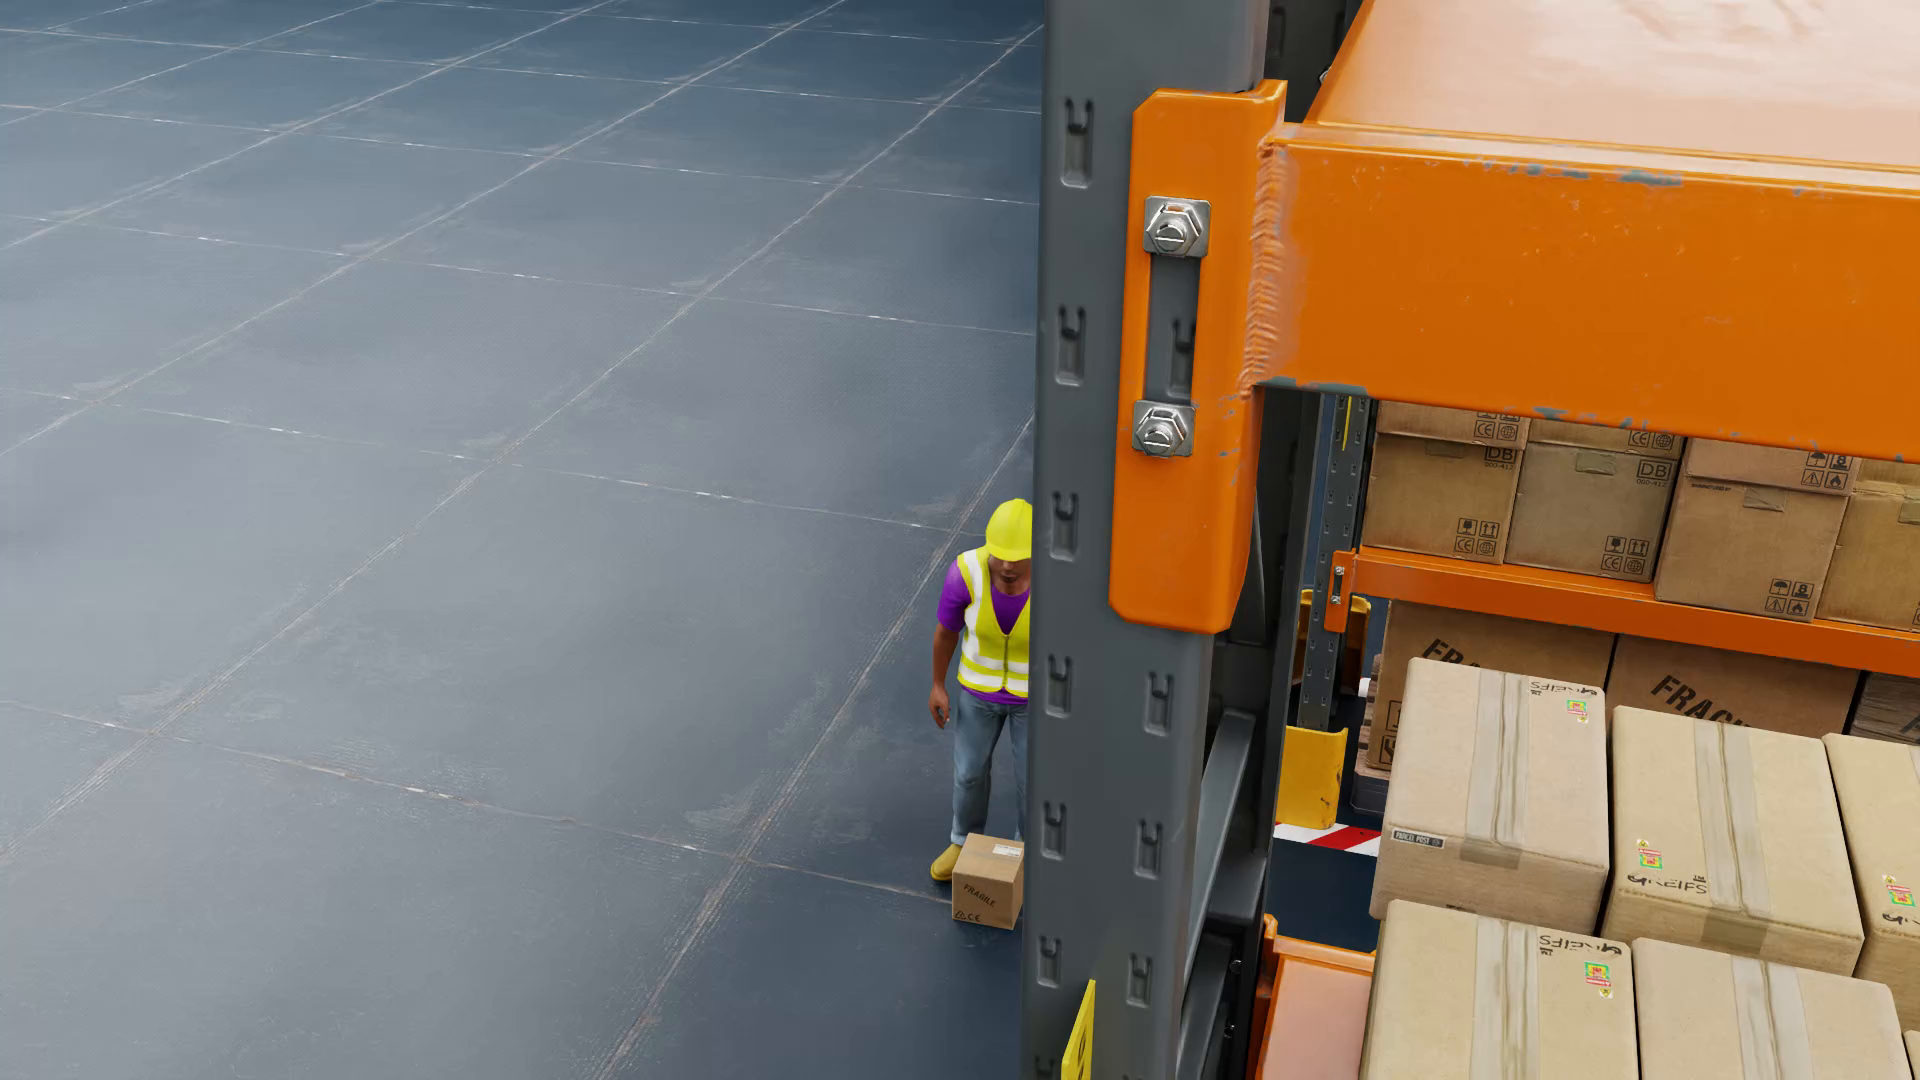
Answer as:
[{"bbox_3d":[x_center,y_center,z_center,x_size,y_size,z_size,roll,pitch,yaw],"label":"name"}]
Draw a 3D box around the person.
[{"bbox_3d":[0.192,0.608,6.515,0.635,1.757,0.455,7,30,12],"label":"person"}]
